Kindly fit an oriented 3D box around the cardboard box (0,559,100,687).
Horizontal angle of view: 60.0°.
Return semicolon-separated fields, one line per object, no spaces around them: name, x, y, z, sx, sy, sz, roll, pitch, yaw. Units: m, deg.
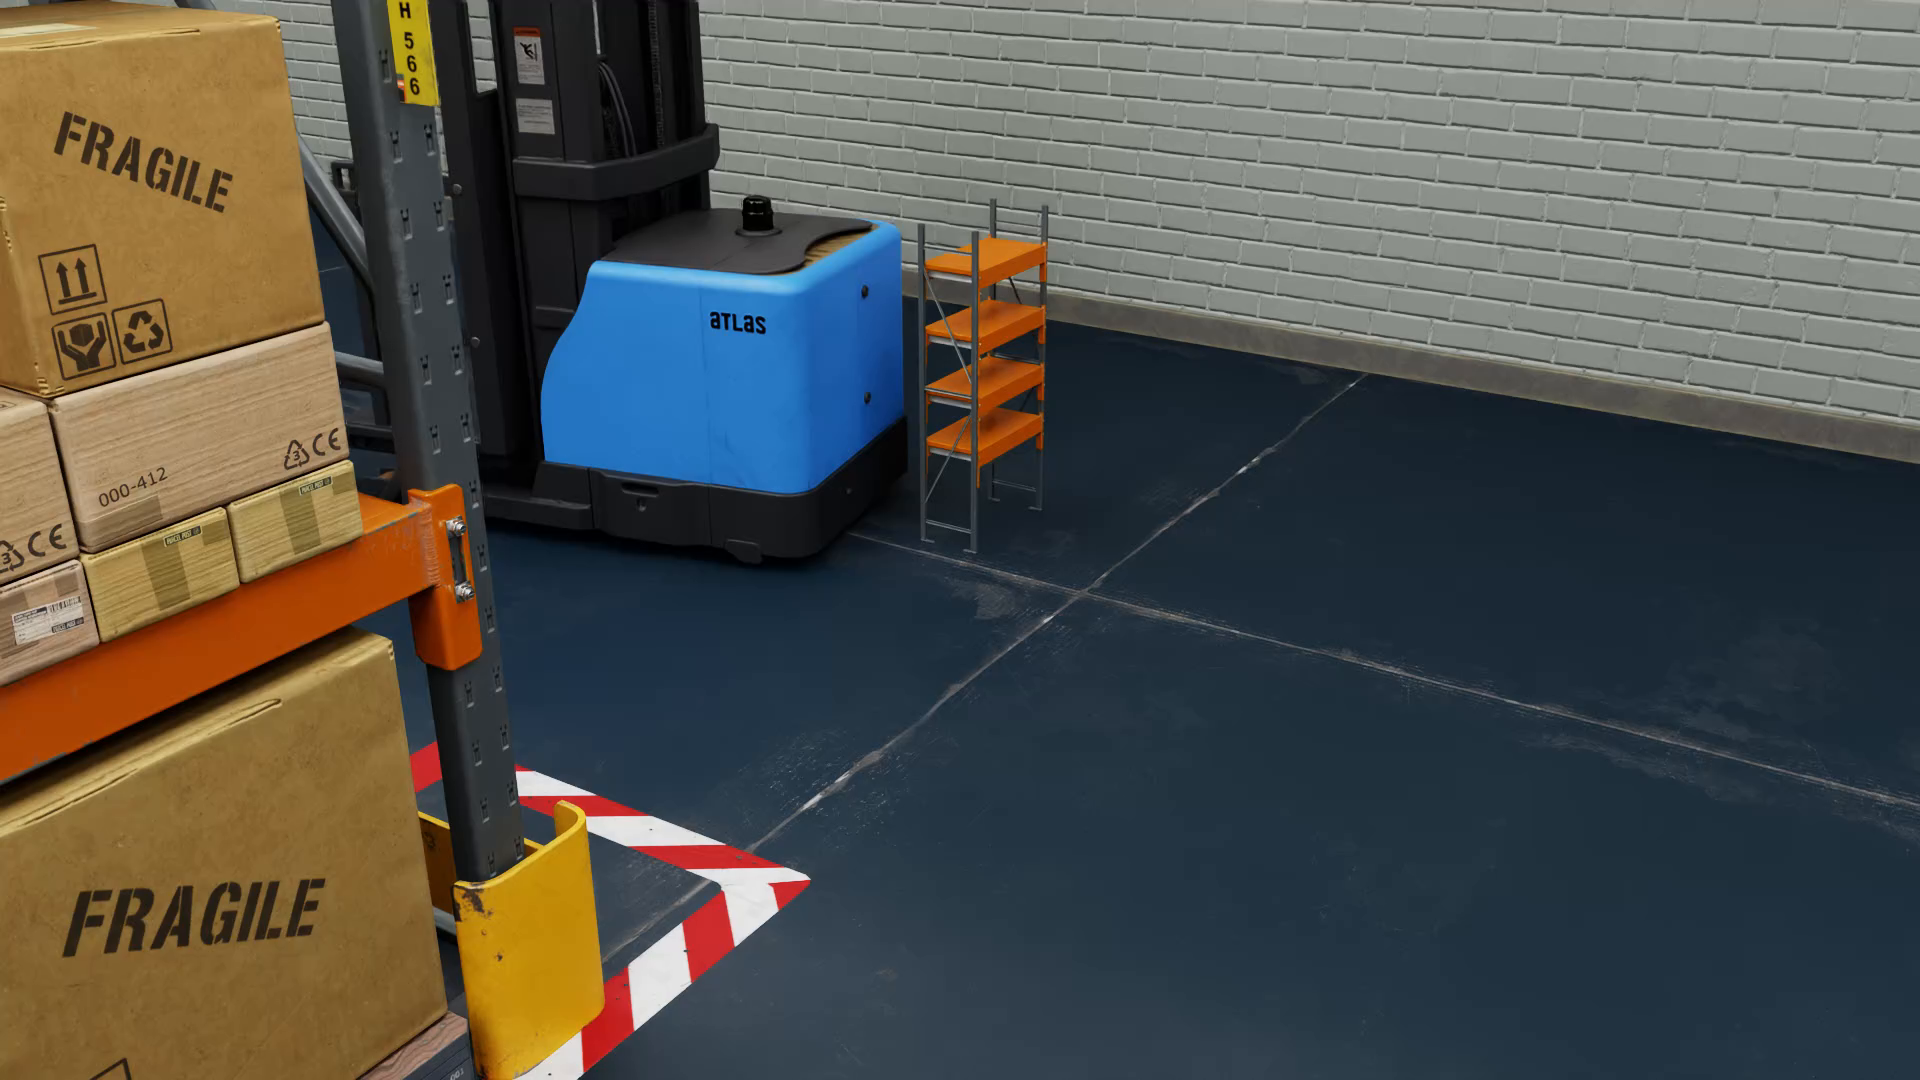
cardboard box;-1.563;0.100;2.559;0.380;0.149;0.250;14;27;29

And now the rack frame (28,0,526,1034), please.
rack frame;-1.386;-0.377;3.346;1.000;3.000;0.127;14;27;29

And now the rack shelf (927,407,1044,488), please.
rack shelf;0.087;-0.363;6.246;0.258;0.148;0.480;14;27;29

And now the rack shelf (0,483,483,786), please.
rack shelf;-2.441;0.628;1.930;1.077;0.370;4.000;14;27;29

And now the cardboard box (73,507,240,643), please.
cardboard box;-1.429;0.015;2.755;0.380;0.149;0.250;14;27;29

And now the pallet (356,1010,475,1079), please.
pallet;-1.741;1.189;3.239;1.003;0.211;1.213;14;27;29

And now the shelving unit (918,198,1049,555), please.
shelving unit;0.087;-0.606;6.141;0.258;1.200;0.503;14;27;29

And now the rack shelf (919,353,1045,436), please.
rack shelf;0.087;-0.545;6.167;0.258;0.148;0.480;14;27;29

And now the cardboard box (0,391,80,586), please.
cardboard box;-1.684;-0.055;2.415;0.500;0.250;0.500;13;27;28

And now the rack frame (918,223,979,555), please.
rack frame;-0.041;-0.524;5.950;0.240;1.200;0.015;14;27;29

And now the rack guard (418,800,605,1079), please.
rack guard;-1.373;0.762;3.861;1.175;0.500;0.348;14;27;29

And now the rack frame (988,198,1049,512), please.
rack frame;0.216;-0.689;6.331;0.240;1.200;0.015;14;27;29

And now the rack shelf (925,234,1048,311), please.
rack shelf;0.087;-0.967;5.985;0.258;0.148;0.480;14;27;29

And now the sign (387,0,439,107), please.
sign;-0.932;-0.899;2.795;0.100;0.325;0.005;14;27;29

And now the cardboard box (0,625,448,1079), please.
cardboard box;-1.655;0.638;3.147;0.875;0.875;0.875;14;27;29

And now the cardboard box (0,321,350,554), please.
cardboard box;-1.416;-0.226;2.810;0.500;0.250;0.500;13;27;28

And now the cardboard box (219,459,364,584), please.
cardboard box;-1.294;-0.073;2.959;0.380;0.149;0.250;14;27;30

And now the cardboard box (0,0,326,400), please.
cardboard box;-1.419;-0.570;2.661;0.500;0.500;0.500;14;27;30

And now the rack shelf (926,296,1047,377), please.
rack shelf;0.087;-0.750;6.079;0.258;0.148;0.480;14;27;29

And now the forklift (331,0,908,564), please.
forklift;-1.783;-1.603;6.264;3.031;2.935;1.130;8;25;18
